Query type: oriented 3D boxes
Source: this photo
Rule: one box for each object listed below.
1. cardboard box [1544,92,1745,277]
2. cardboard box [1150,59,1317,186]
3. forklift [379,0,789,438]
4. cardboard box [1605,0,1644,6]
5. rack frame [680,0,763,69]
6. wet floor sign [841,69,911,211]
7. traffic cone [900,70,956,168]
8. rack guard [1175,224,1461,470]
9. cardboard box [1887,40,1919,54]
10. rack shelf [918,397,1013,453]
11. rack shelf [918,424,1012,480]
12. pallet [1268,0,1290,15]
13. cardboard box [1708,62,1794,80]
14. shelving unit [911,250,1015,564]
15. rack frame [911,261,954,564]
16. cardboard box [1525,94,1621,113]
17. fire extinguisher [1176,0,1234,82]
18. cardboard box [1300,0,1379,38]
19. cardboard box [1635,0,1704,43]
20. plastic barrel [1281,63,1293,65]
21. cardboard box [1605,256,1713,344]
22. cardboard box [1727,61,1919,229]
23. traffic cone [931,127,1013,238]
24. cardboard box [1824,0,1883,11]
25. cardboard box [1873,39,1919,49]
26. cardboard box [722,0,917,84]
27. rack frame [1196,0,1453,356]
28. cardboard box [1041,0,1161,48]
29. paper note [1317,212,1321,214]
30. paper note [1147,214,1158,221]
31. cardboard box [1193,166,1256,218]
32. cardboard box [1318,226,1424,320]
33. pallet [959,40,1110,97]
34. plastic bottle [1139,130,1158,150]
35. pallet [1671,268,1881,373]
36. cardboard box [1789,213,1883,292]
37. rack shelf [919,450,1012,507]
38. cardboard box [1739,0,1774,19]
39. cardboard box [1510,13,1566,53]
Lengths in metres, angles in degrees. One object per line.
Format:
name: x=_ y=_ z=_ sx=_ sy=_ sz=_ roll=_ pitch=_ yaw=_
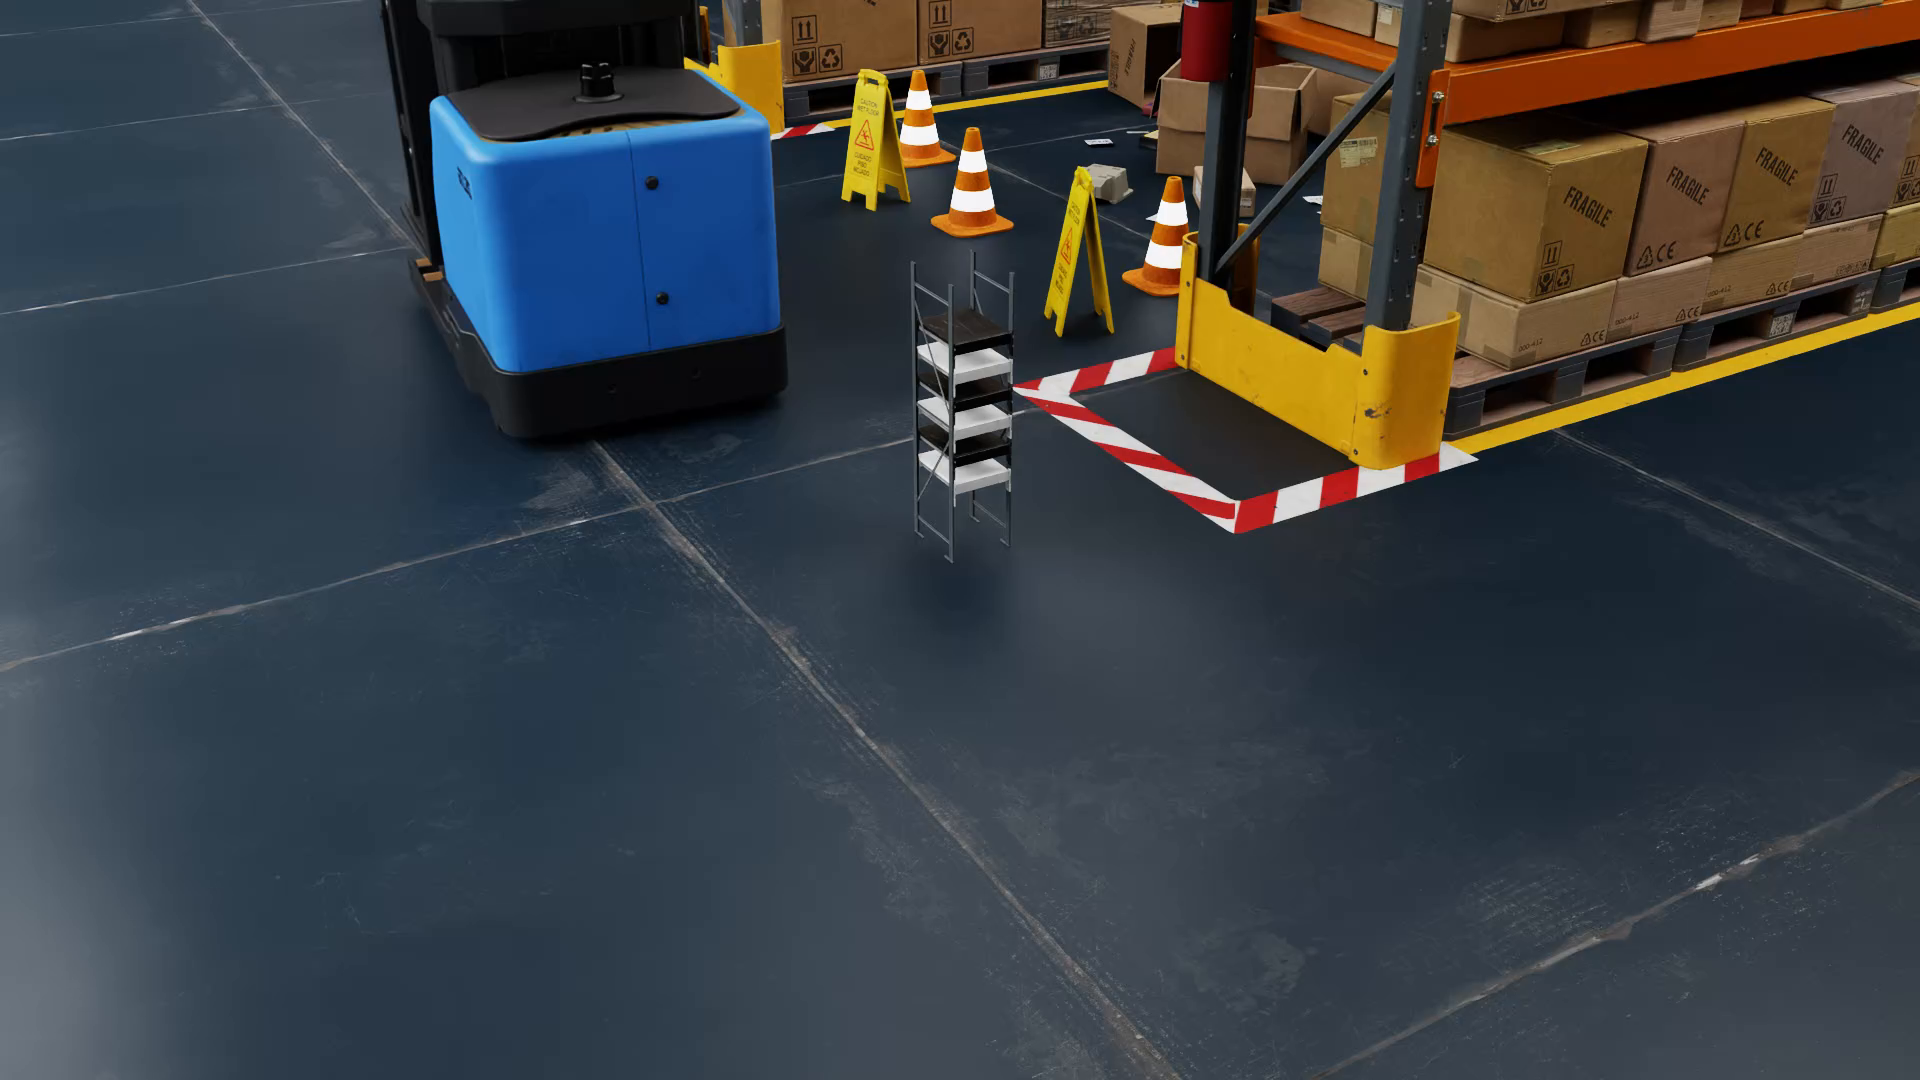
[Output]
cardboard box: x=2.501 y=-1.334 z=6.198 sx=0.500 sy=0.500 sz=0.500 roll=-17 pitch=33 yaw=-28
cardboard box: x=1.428 y=-2.199 z=8.714 sx=0.797 sy=0.503 sz=0.637 roll=10 pitch=30 yaw=17
forklift: x=-1.717 y=-2.324 z=6.428 sx=1.130 sy=2.935 sz=3.031 roll=-13 pitch=31 yaw=-22
cardboard box: x=2.190 y=-2.110 z=5.558 sx=0.500 sy=0.500 sz=0.500 roll=-15 pitch=32 yaw=-25
rack frame: x=-1.399 y=-3.845 z=9.113 sx=0.127 sy=3.000 sz=1.000 roll=-16 pitch=33 yaw=-26
wet floor sign: x=-0.420 y=-1.982 z=8.174 sx=0.232 sy=0.644 sz=0.267 roll=-22 pitch=36 yaw=-35
traffic cone: x=-0.221 y=-2.273 z=8.889 sx=0.334 sy=0.463 sz=0.336 roll=-16 pitch=33 yaw=-26
rack guard: x=1.262 y=-0.732 z=6.059 sx=0.348 sy=0.500 sz=1.175 roll=-16 pitch=33 yaw=-26
cardboard box: x=4.271 y=-1.838 z=7.112 sx=0.500 sy=0.500 sz=0.500 roll=-16 pitch=33 yaw=-27
rack shelf: x=0.007 y=-0.367 z=5.052 sx=0.200 sy=0.077 sz=0.258 roll=-16 pitch=33 yaw=-26
rack shelf: x=0.007 y=-0.288 z=5.096 sx=0.200 sy=0.077 sz=0.258 roll=-16 pitch=33 yaw=-26
pallet: x=2.677 y=-3.823 z=11.960 sx=1.213 sy=0.211 sz=1.003 roll=-16 pitch=33 yaw=-26
cardboard box: x=3.096 y=-1.801 z=7.044 sx=0.500 sy=0.500 sz=0.500 roll=-14 pitch=32 yaw=-24
shelving unit: x=0.007 y=-0.396 z=5.036 sx=0.210 sy=0.900 sz=0.258 roll=-16 pitch=33 yaw=-26
rack frame: x=-0.081 y=-0.371 z=4.991 sx=0.006 sy=0.900 sz=0.240 roll=-16 pitch=33 yaw=-26
cardboard box: x=2.203 y=-1.550 z=6.589 sx=0.500 sy=0.500 sz=0.500 roll=-15 pitch=32 yaw=-25
fire extinguisher: x=0.864 y=-1.938 z=5.737 sx=0.183 sy=0.674 sz=0.296 roll=-16 pitch=33 yaw=-26
cardboard box: x=1.410 y=-1.878 z=5.809 sx=0.250 sy=0.149 sz=0.380 roll=-15 pitch=32 yaw=-25
cardboard box: x=2.316 y=-1.836 z=5.733 sx=0.250 sy=0.149 sz=0.380 roll=-15 pitch=32 yaw=-26
plastic barrel: x=1.849 y=-2.779 z=9.848 sx=0.421 sy=0.421 sz=0.512 roll=5 pitch=29 yaw=8
cardboard box: x=2.476 y=-0.992 z=6.353 sx=0.500 sy=0.250 sz=0.500 roll=-15 pitch=32 yaw=-25
cardboard box: x=3.394 y=-1.588 z=6.658 sx=0.500 sy=0.500 sz=0.500 roll=-14 pitch=32 yaw=-24
traffic cone: x=0.058 y=-1.719 z=7.885 sx=0.334 sy=0.463 sz=0.336 roll=-16 pitch=33 yaw=-26
cardboard box: x=3.209 y=-2.093 z=6.198 sx=0.250 sy=0.149 sz=0.380 roll=-16 pitch=32 yaw=-26
cardboard box: x=4.000 y=-2.063 z=7.519 sx=0.500 sy=0.500 sz=0.500 roll=-14 pitch=32 yaw=-24
cardboard box: x=-0.847 y=-3.292 z=9.875 sx=0.875 sy=0.875 sz=0.875 roll=-16 pitch=33 yaw=-26
rack frame: x=1.196 y=-1.808 z=5.421 sx=0.127 sy=3.000 sz=1.000 roll=-16 pitch=33 yaw=-26
cardboard box: x=0.697 y=-3.731 z=10.670 sx=0.875 sy=0.875 sz=0.875 roll=-16 pitch=33 yaw=-26
paper note: x=1.811 y=-1.615 z=8.165 sx=0.123 sy=0.001 sz=0.032 roll=-16 pitch=33 yaw=-26
paper note: x=1.003 y=-1.568 z=8.060 sx=0.148 sy=0.019 sz=0.142 roll=22 pitch=36 yaw=34
cardboard box: x=1.302 y=-1.722 z=8.216 sx=0.250 sy=0.149 sz=0.380 roll=0 pitch=29 yaw=0
cardboard box: x=1.778 y=-1.103 z=6.556 sx=0.500 sy=0.250 sz=0.500 roll=-16 pitch=33 yaw=-27
pallet: x=0.302 y=-3.149 z=10.738 sx=1.213 sy=0.211 sz=1.003 roll=-16 pitch=33 yaw=-26
plastic bottle: x=1.126 y=-2.232 z=9.231 sx=0.133 sy=0.061 sz=0.283 roll=22 pitch=36 yaw=34
pallet: x=3.031 y=-1.086 z=7.000 sx=1.213 sy=0.211 sz=1.003 roll=-16 pitch=33 yaw=-26
cardboard box: x=3.377 y=-1.253 z=6.827 sx=0.500 sy=0.250 sz=0.500 roll=-15 pitch=32 yaw=-26
rack shelf: x=0.007 y=-0.209 z=5.139 sx=0.200 sy=0.077 sz=0.258 roll=-16 pitch=33 yaw=-26
cardboard box: x=2.720 y=-2.003 z=6.036 sx=0.250 sy=0.149 sz=0.380 roll=-15 pitch=32 yaw=-25
cardboard box: x=1.805 y=-1.762 z=5.599 sx=0.250 sy=0.149 sz=0.380 roll=-15 pitch=32 yaw=-26
